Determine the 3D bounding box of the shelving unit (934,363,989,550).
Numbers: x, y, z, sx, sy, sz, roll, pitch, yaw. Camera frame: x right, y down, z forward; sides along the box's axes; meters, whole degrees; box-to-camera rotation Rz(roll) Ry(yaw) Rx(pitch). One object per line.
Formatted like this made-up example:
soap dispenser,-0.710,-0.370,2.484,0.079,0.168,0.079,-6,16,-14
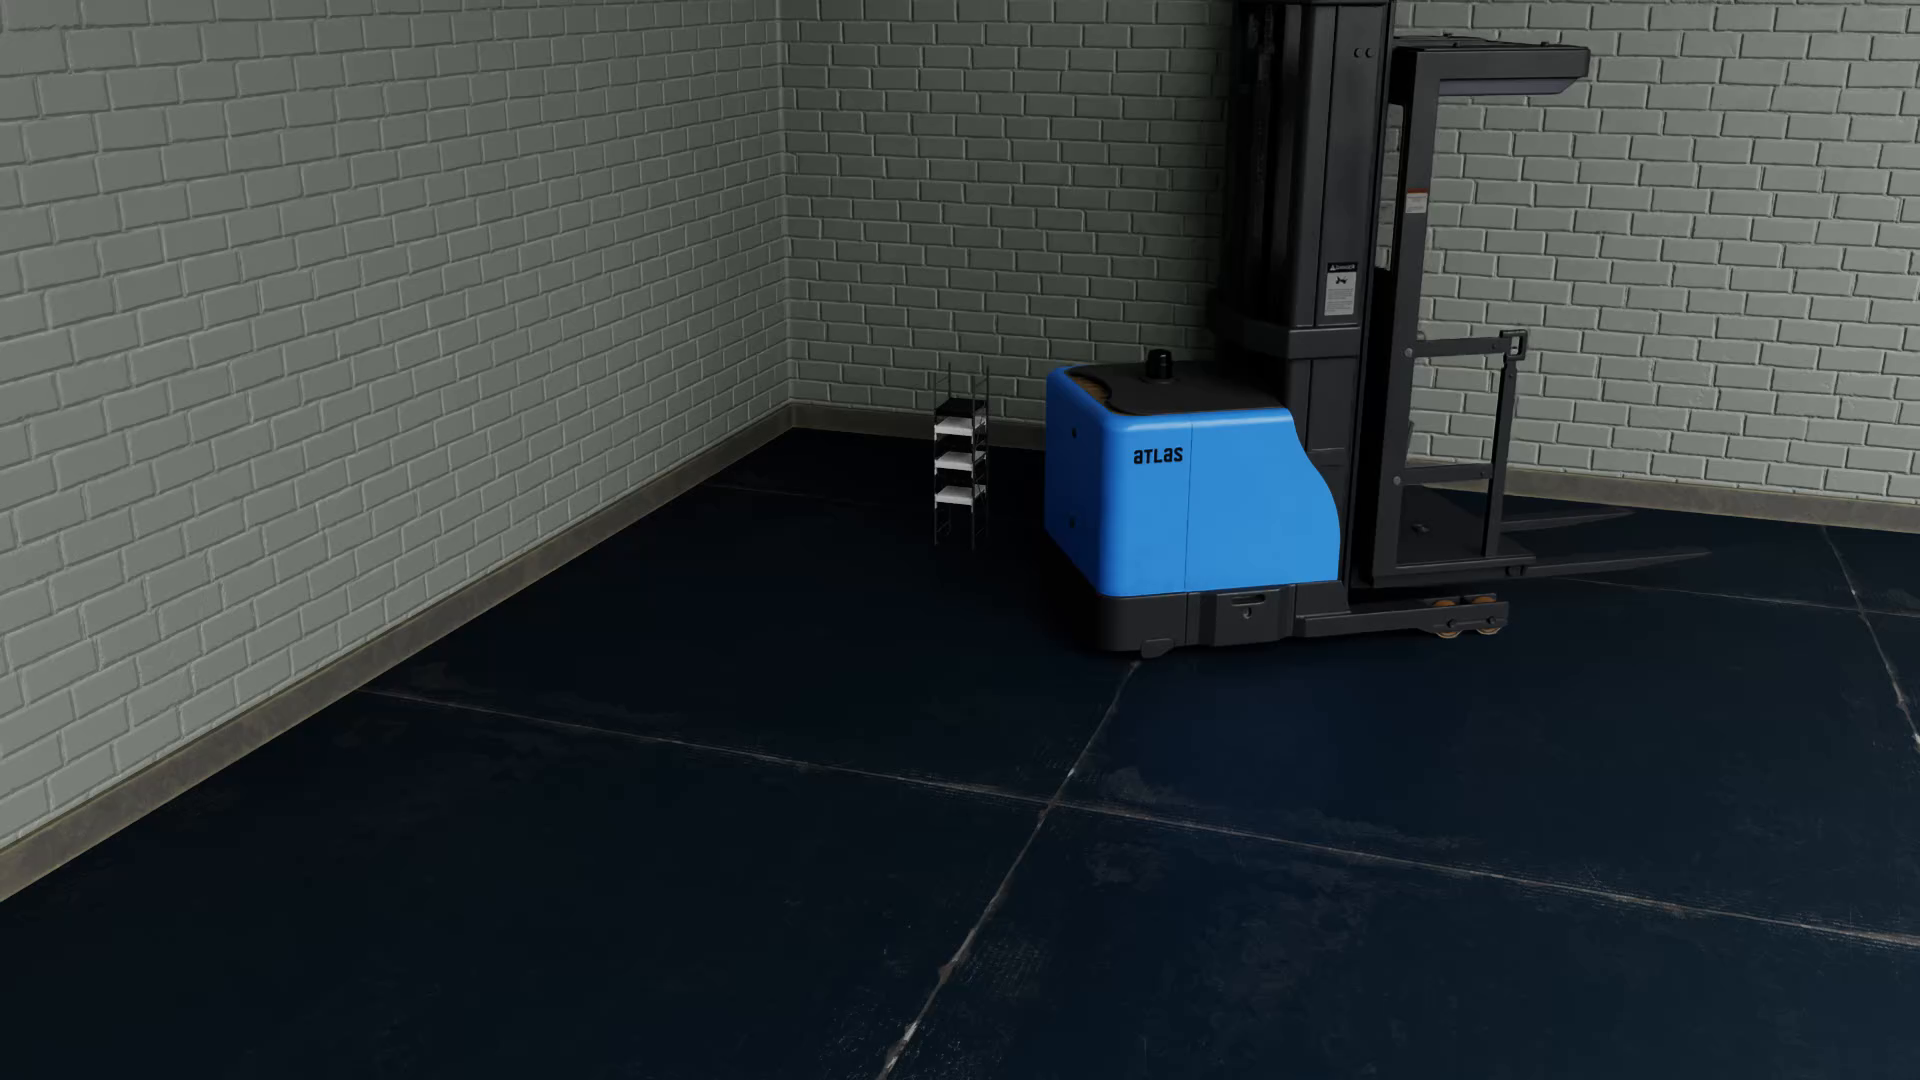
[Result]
shelving unit,0.008,-0.424,8.426,0.210,0.900,0.258,7,20,18

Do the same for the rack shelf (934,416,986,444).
rack shelf,0.008,-0.563,8.377,0.200,0.077,0.258,7,20,18

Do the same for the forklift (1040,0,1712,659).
forklift,1.952,-1.115,7.321,3.031,2.935,1.130,-4,20,-12

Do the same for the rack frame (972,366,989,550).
rack frame,0.104,-0.413,8.394,0.006,0.900,0.240,7,20,18

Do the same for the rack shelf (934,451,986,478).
rack shelf,0.008,-0.393,8.437,0.200,0.077,0.258,7,20,18

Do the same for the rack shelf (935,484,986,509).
rack shelf,0.008,-0.223,8.496,0.200,0.077,0.258,7,20,18

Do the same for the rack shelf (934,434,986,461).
rack shelf,0.008,-0.478,8.407,0.200,0.077,0.258,7,20,18

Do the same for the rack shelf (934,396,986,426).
rack shelf,0.008,-0.648,8.348,0.200,0.077,0.258,7,20,18

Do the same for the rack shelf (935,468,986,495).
rack shelf,0.008,-0.308,8.466,0.200,0.077,0.258,7,20,18

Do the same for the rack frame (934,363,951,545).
rack frame,-0.088,-0.435,8.457,0.006,0.900,0.240,7,20,18
